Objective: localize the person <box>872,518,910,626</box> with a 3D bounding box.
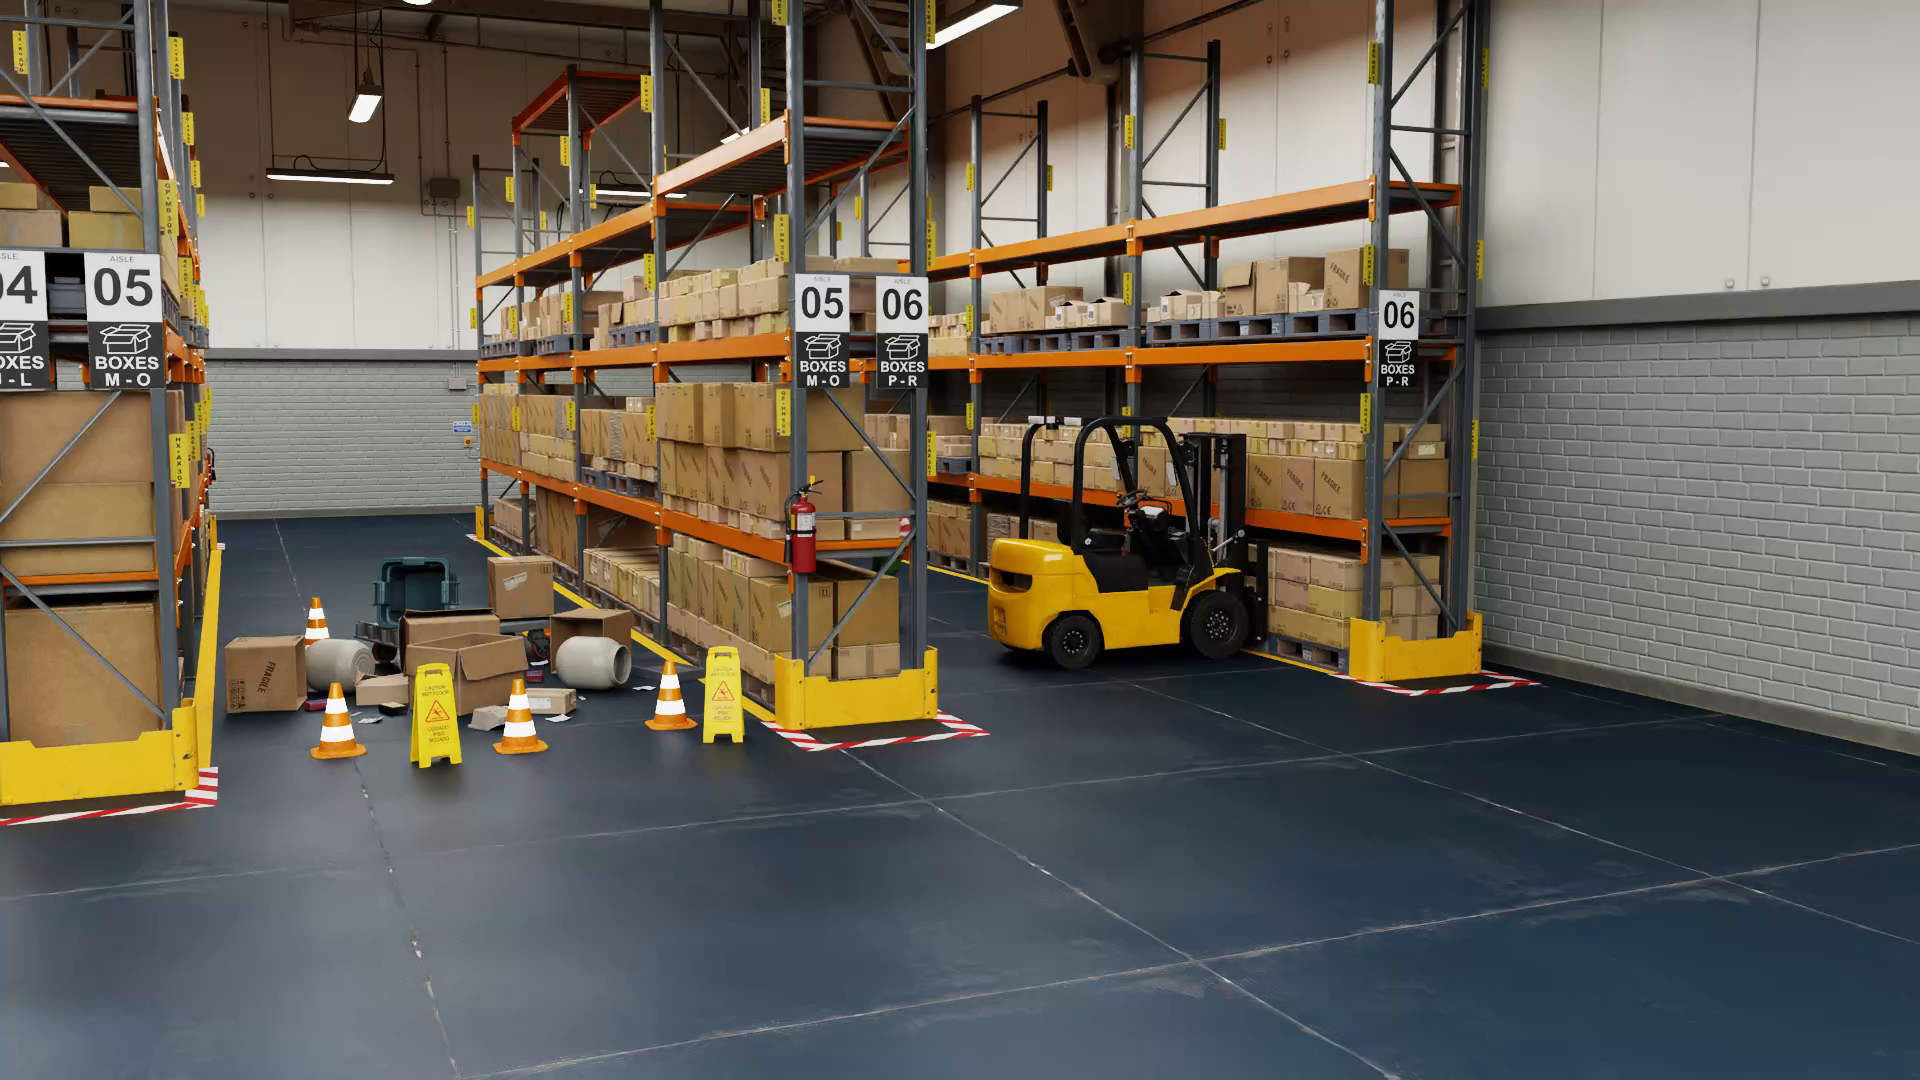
[{"bbox_3d":[-0.799,0.012,16.776,0.603,1.725,0.481,-2,6,-25],"label":"person"}]
